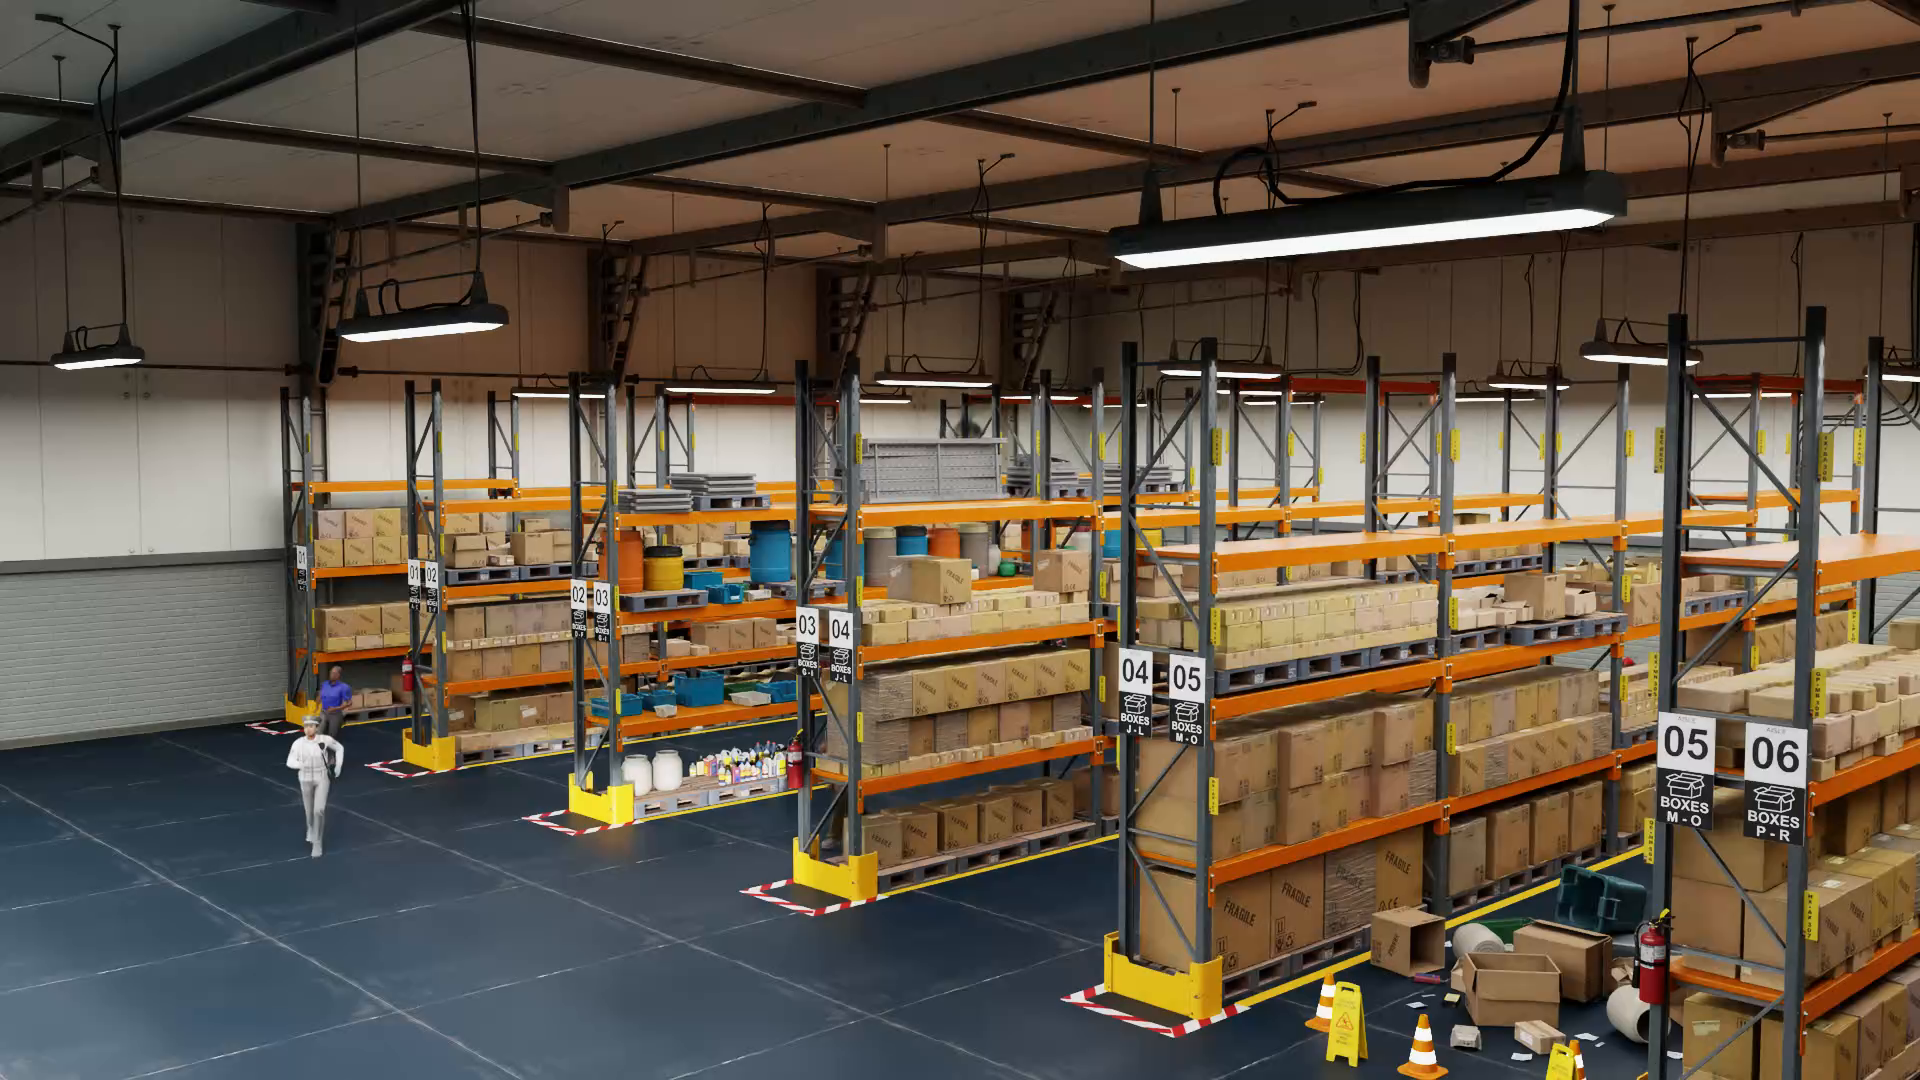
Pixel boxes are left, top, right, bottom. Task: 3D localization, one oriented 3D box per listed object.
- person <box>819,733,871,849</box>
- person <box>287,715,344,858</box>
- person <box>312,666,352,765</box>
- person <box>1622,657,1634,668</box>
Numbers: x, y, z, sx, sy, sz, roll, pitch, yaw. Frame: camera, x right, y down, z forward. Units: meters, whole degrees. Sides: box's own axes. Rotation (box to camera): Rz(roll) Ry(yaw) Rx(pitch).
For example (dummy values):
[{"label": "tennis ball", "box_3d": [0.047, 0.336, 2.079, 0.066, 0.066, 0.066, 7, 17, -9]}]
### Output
[{"label": "person", "box_3d": [-1.450, 2.922, 20.906, 0.715, 1.757, 1.039, 3, 5, 41]}, {"label": "person", "box_3d": [-7.983, 3.002, 20.628, 0.623, 1.739, 0.883, -1, 4, -9]}, {"label": "person", "box_3d": [-9.586, 2.732, 25.398, 0.625, 1.635, 0.859, 0, 4, 4]}, {"label": "person", "box_3d": [10.080, 2.673, 25.144, 0.899, 1.810, 0.665, -3, 5, -42]}]
